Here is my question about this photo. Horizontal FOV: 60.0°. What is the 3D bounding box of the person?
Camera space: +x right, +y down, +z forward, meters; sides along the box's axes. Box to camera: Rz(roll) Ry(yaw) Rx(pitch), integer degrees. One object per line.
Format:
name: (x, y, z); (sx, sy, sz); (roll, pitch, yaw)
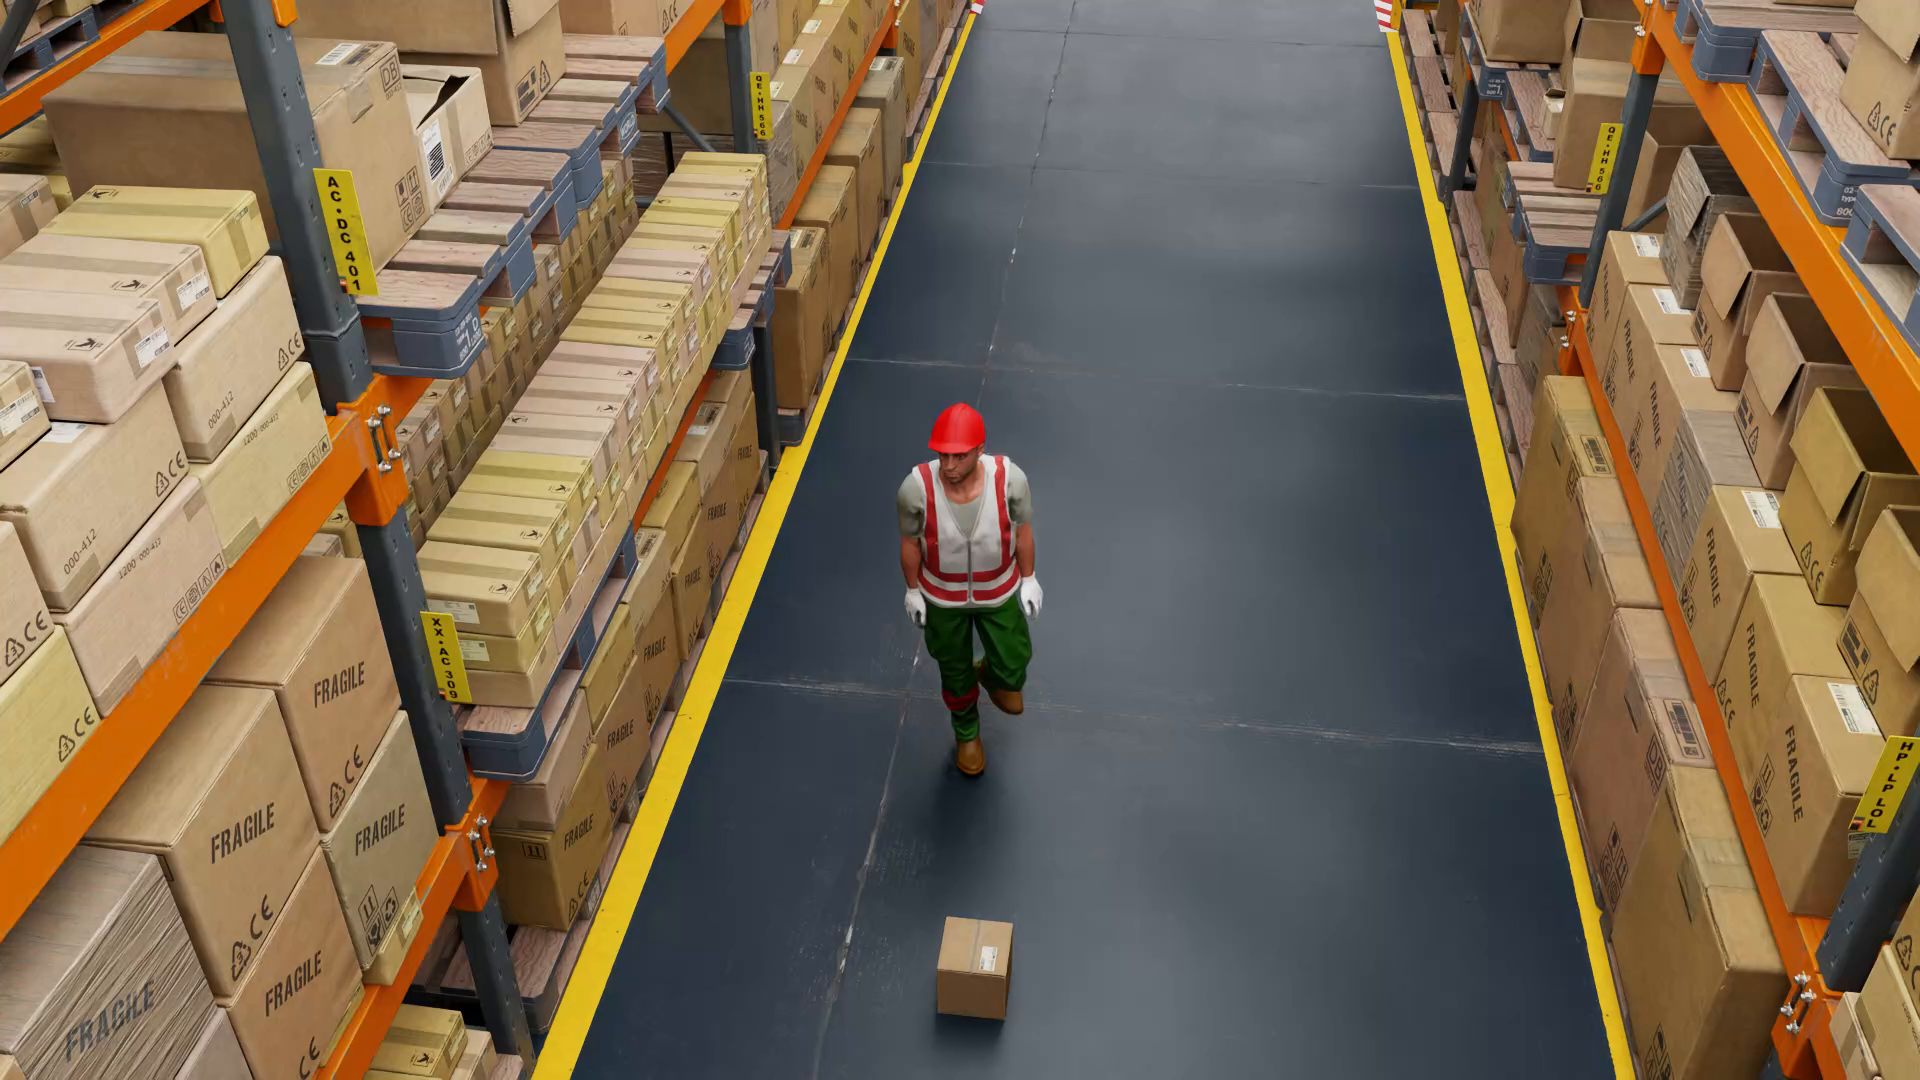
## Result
person: (0.043, 0.173, 6.742); (0.584, 1.783, 0.527); (-2, 36, -2)
